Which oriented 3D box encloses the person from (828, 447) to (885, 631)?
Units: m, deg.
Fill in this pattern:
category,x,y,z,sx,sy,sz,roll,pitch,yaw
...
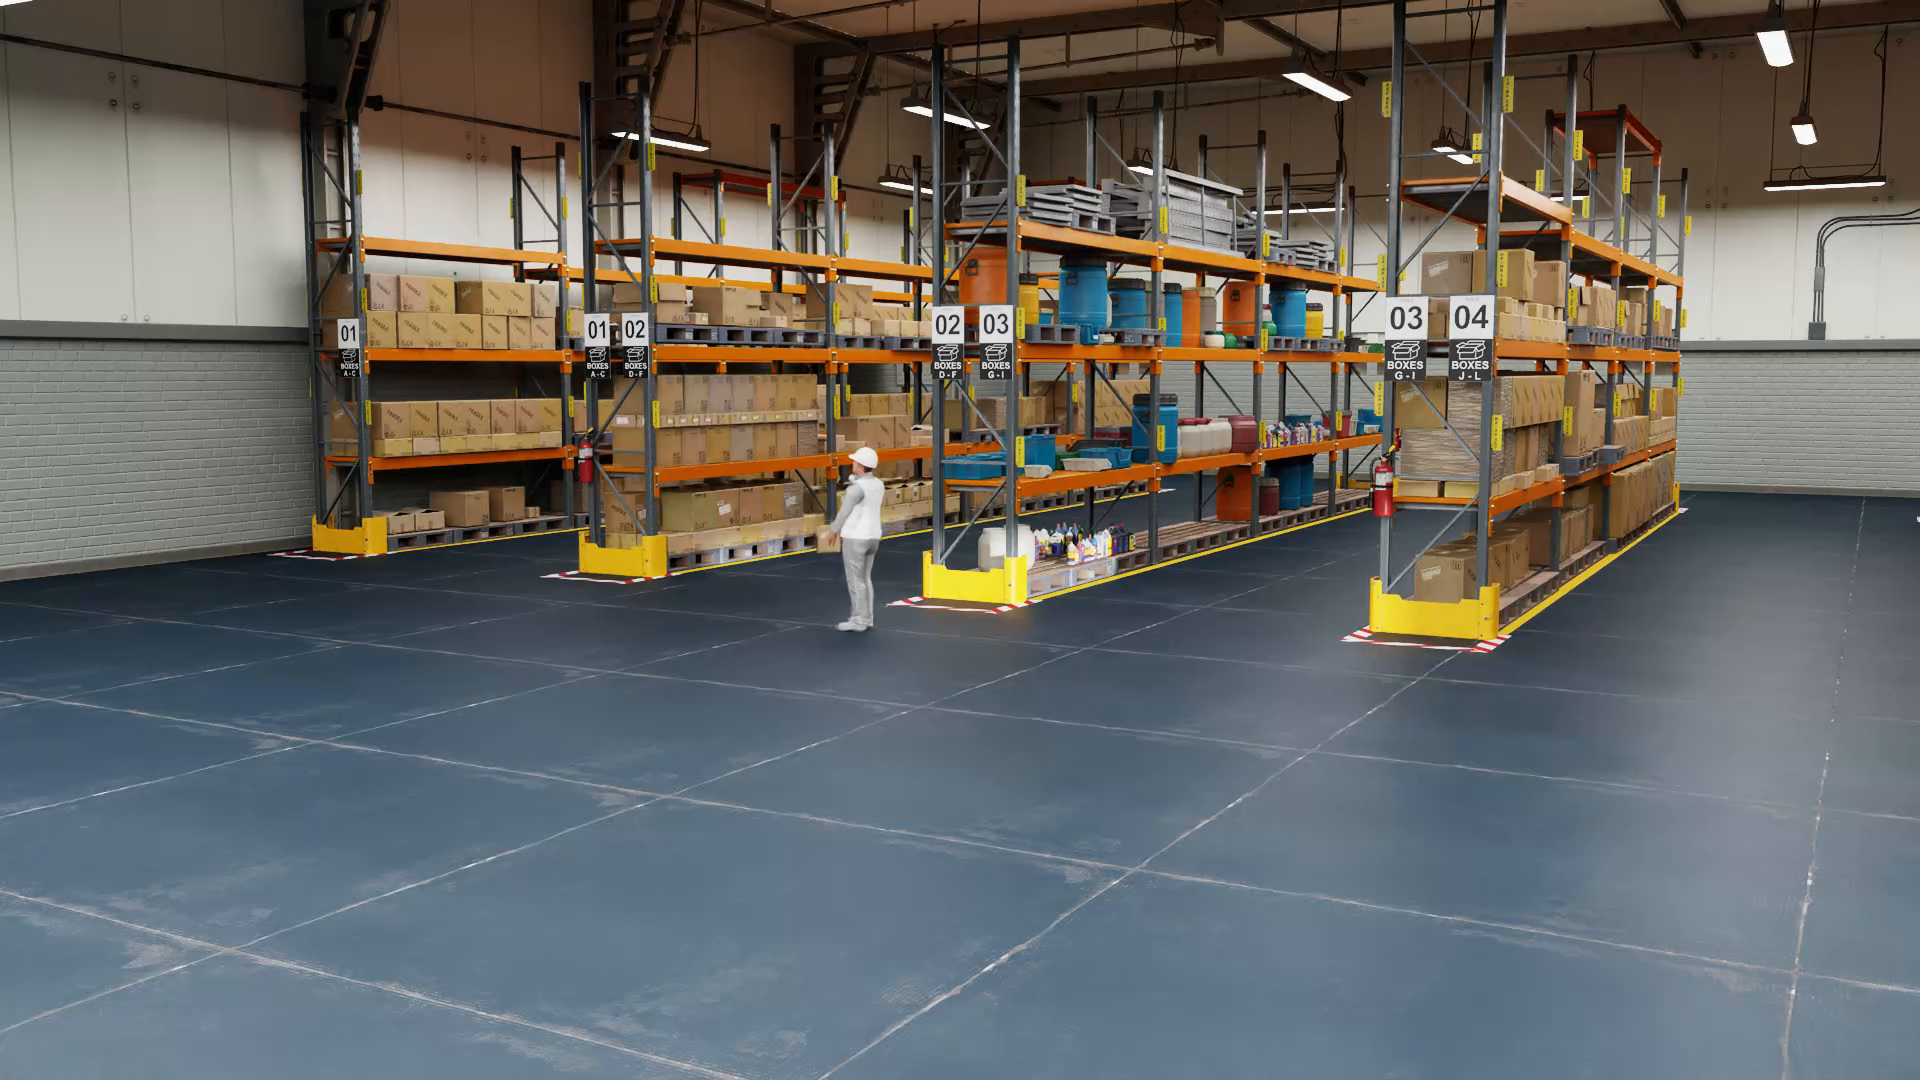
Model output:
category,x,y,z,sx,sy,sz,roll,pitch,yaw
person,-1.010,-0.015,16.132,0.507,1.775,0.533,3,7,30
